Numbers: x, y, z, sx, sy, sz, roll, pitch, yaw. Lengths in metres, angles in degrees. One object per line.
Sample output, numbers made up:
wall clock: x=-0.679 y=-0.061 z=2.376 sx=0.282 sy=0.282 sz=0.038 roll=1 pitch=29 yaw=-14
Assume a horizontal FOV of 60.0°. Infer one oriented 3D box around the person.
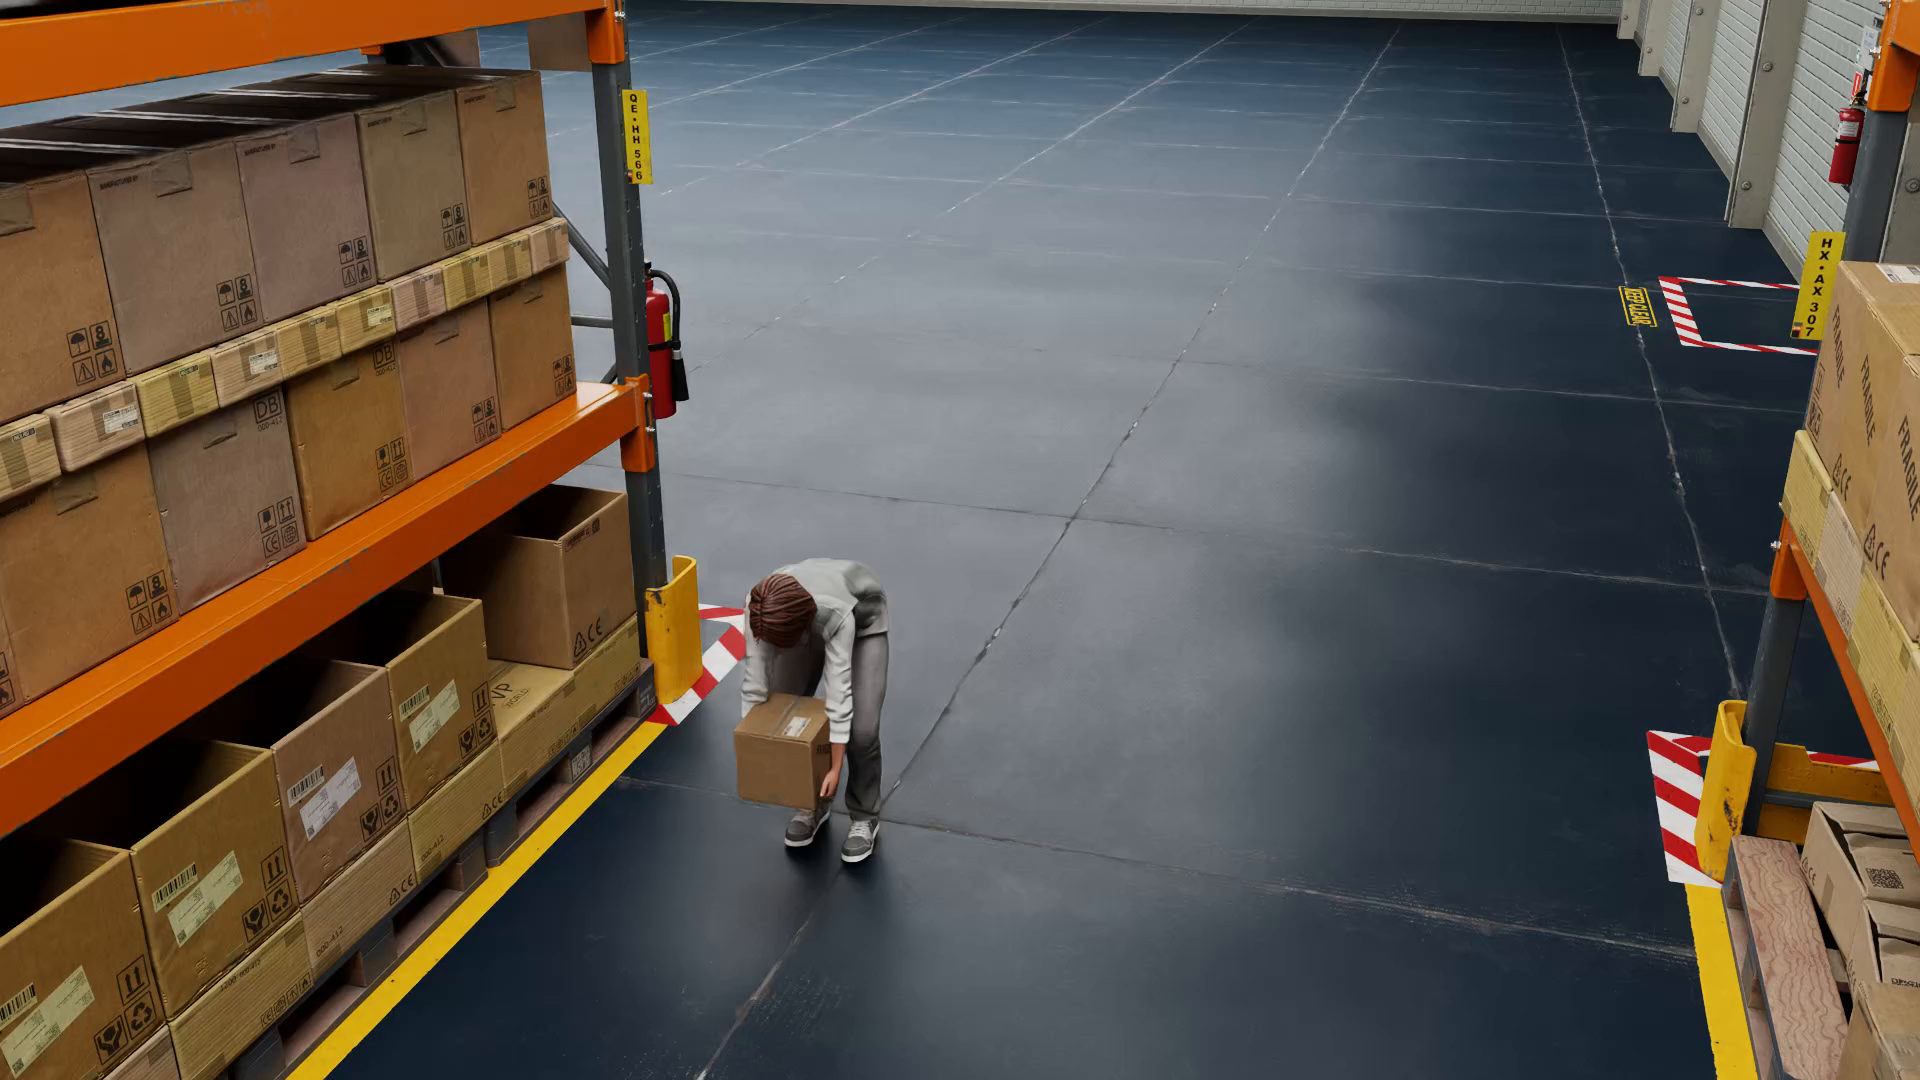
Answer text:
person: x=-0.472 y=0.545 z=5.349 sx=0.391 sy=1.162 sz=0.829 roll=6 pitch=23 yaw=14
